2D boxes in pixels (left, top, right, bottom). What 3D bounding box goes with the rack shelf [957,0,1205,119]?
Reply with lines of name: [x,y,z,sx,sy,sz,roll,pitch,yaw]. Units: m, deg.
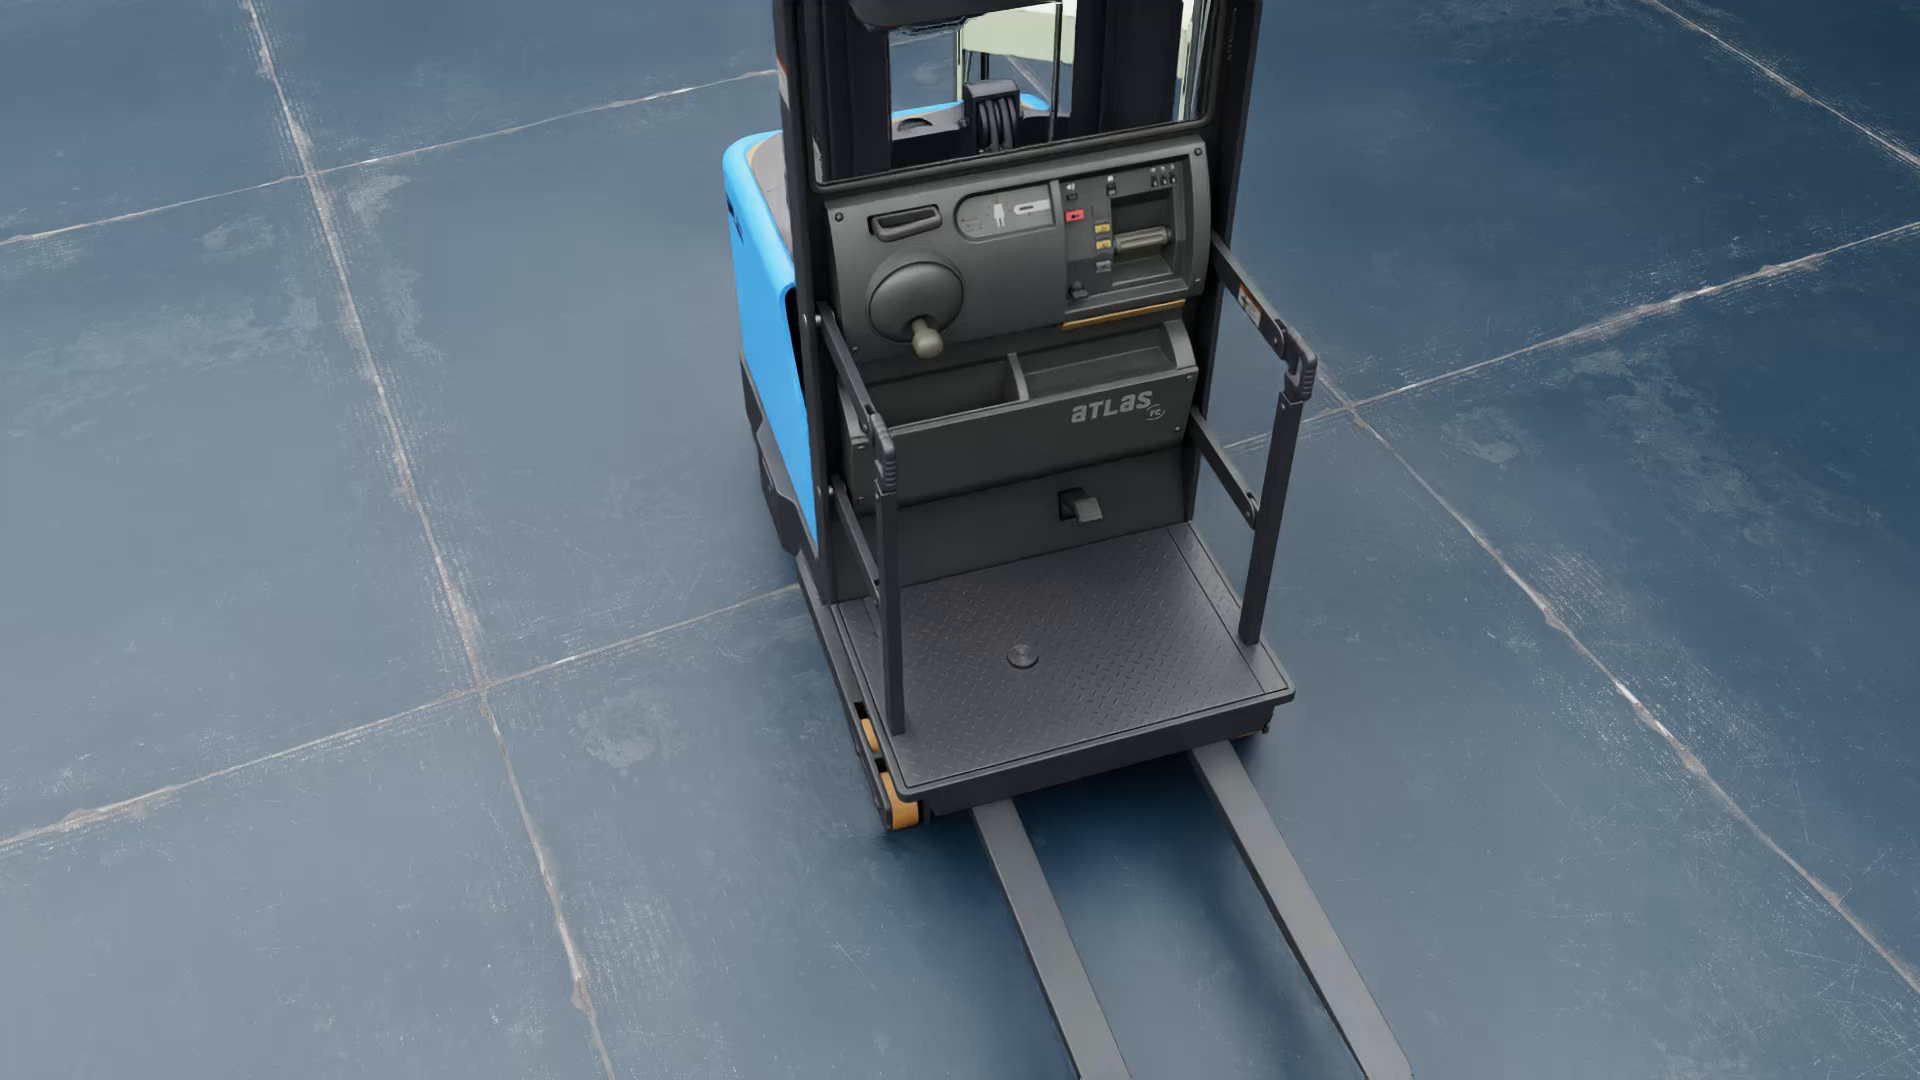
rack shelf: [0.390,-1.602,5.250,0.720,0.370,0.431,10,46,10]

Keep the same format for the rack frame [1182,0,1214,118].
rack frame: [0.744,-1.259,5.458,0.023,1.500,0.400,10,46,10]

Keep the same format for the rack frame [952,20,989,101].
rack frame: [0.036,-1.389,5.590,0.023,1.500,0.400,10,46,10]

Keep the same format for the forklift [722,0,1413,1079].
forklift: [0.221,-0.593,3.764,1.130,2.935,3.031,-13,46,-13]

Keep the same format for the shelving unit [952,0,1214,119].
shelving unit: [0.390,-1.324,5.524,0.755,1.500,0.431,10,46,10]
